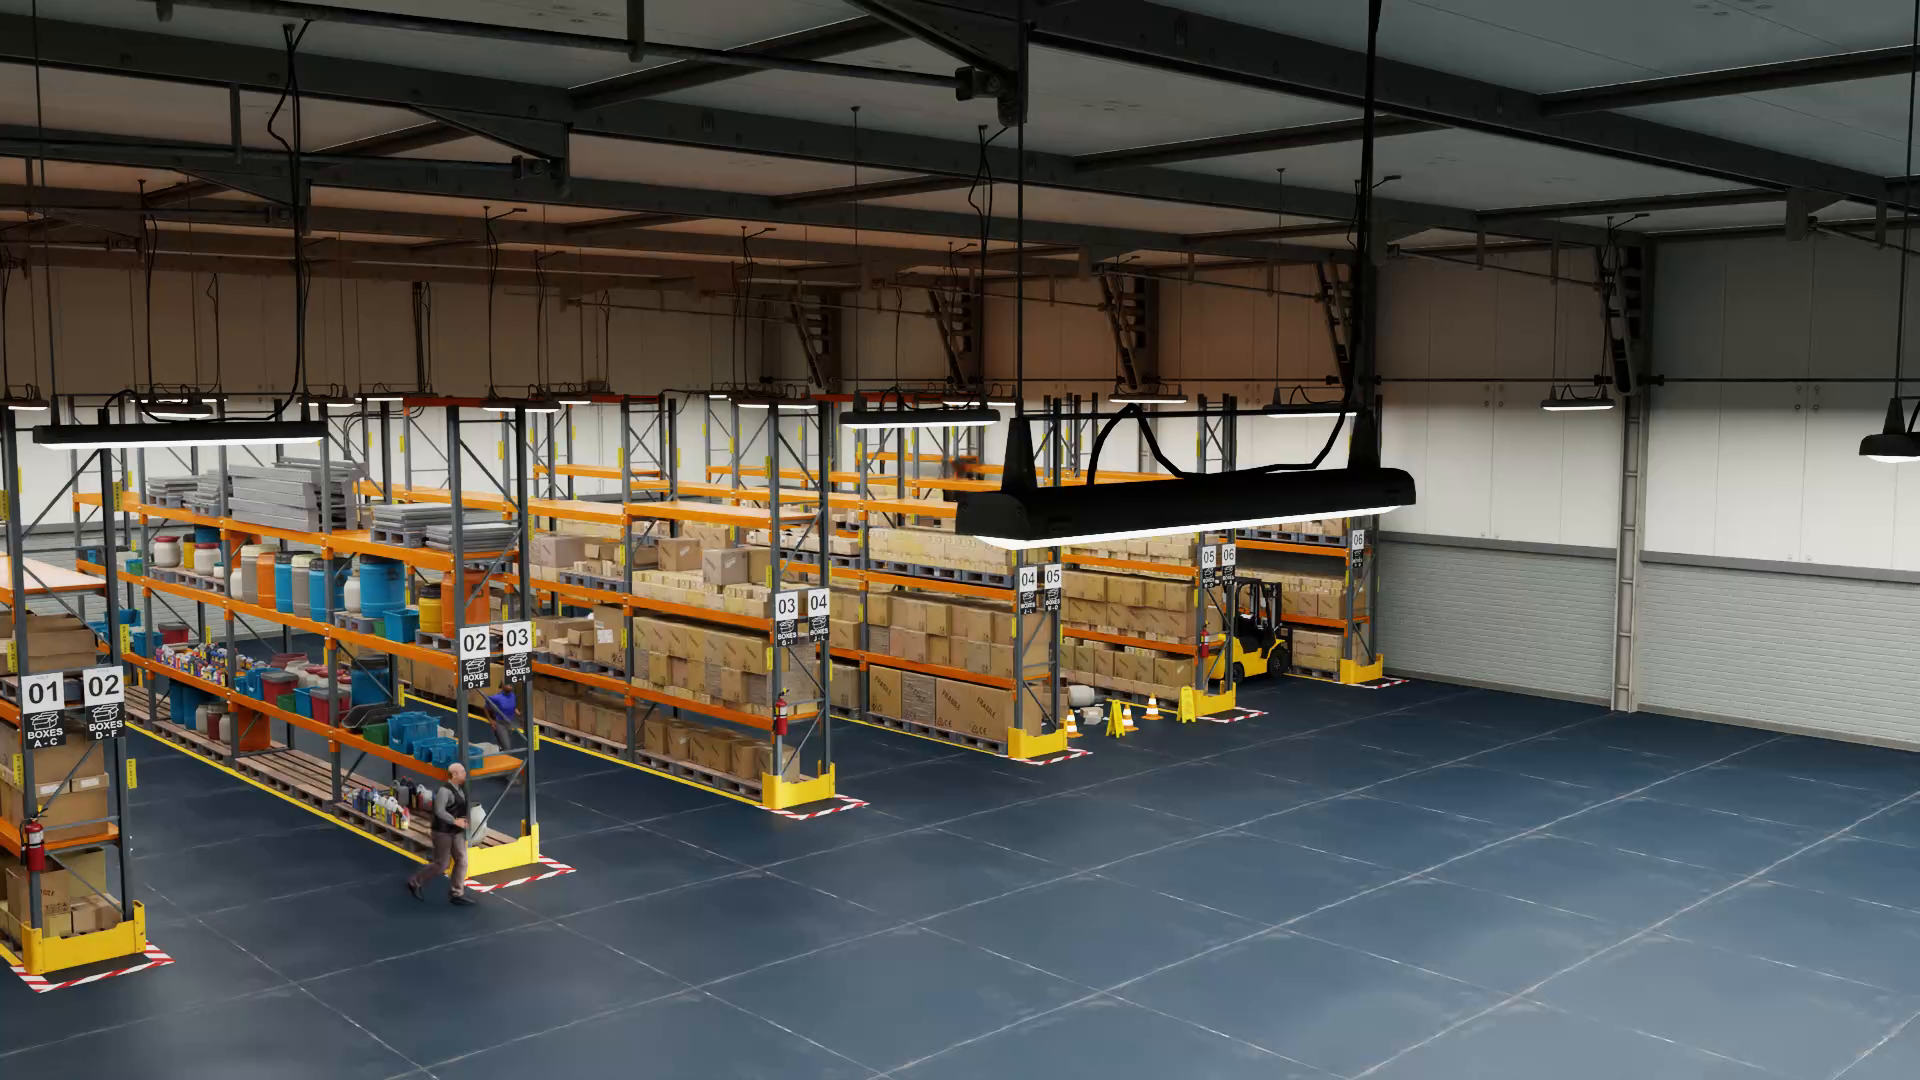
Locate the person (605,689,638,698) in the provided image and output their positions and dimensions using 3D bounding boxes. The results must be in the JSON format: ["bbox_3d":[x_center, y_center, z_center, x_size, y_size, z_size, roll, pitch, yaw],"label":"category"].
[{"bbox_3d":[-6.686,2.340,32.371,0.711,1.549,0.577,2,6,21],"label":"person"}]

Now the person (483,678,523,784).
[{"bbox_3d":[-7.254,3.004,26.267,0.914,1.617,0.551,3,6,29],"label":"person"}]

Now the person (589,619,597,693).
[{"bbox_3d":[-7.146,2.267,32.404,0.723,1.602,0.646,5,7,42],"label":"person"}]

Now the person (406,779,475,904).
[{"bbox_3d":[-6.258,3.639,20.170,0.835,1.520,0.658,1,6,11],"label":"person"}]
